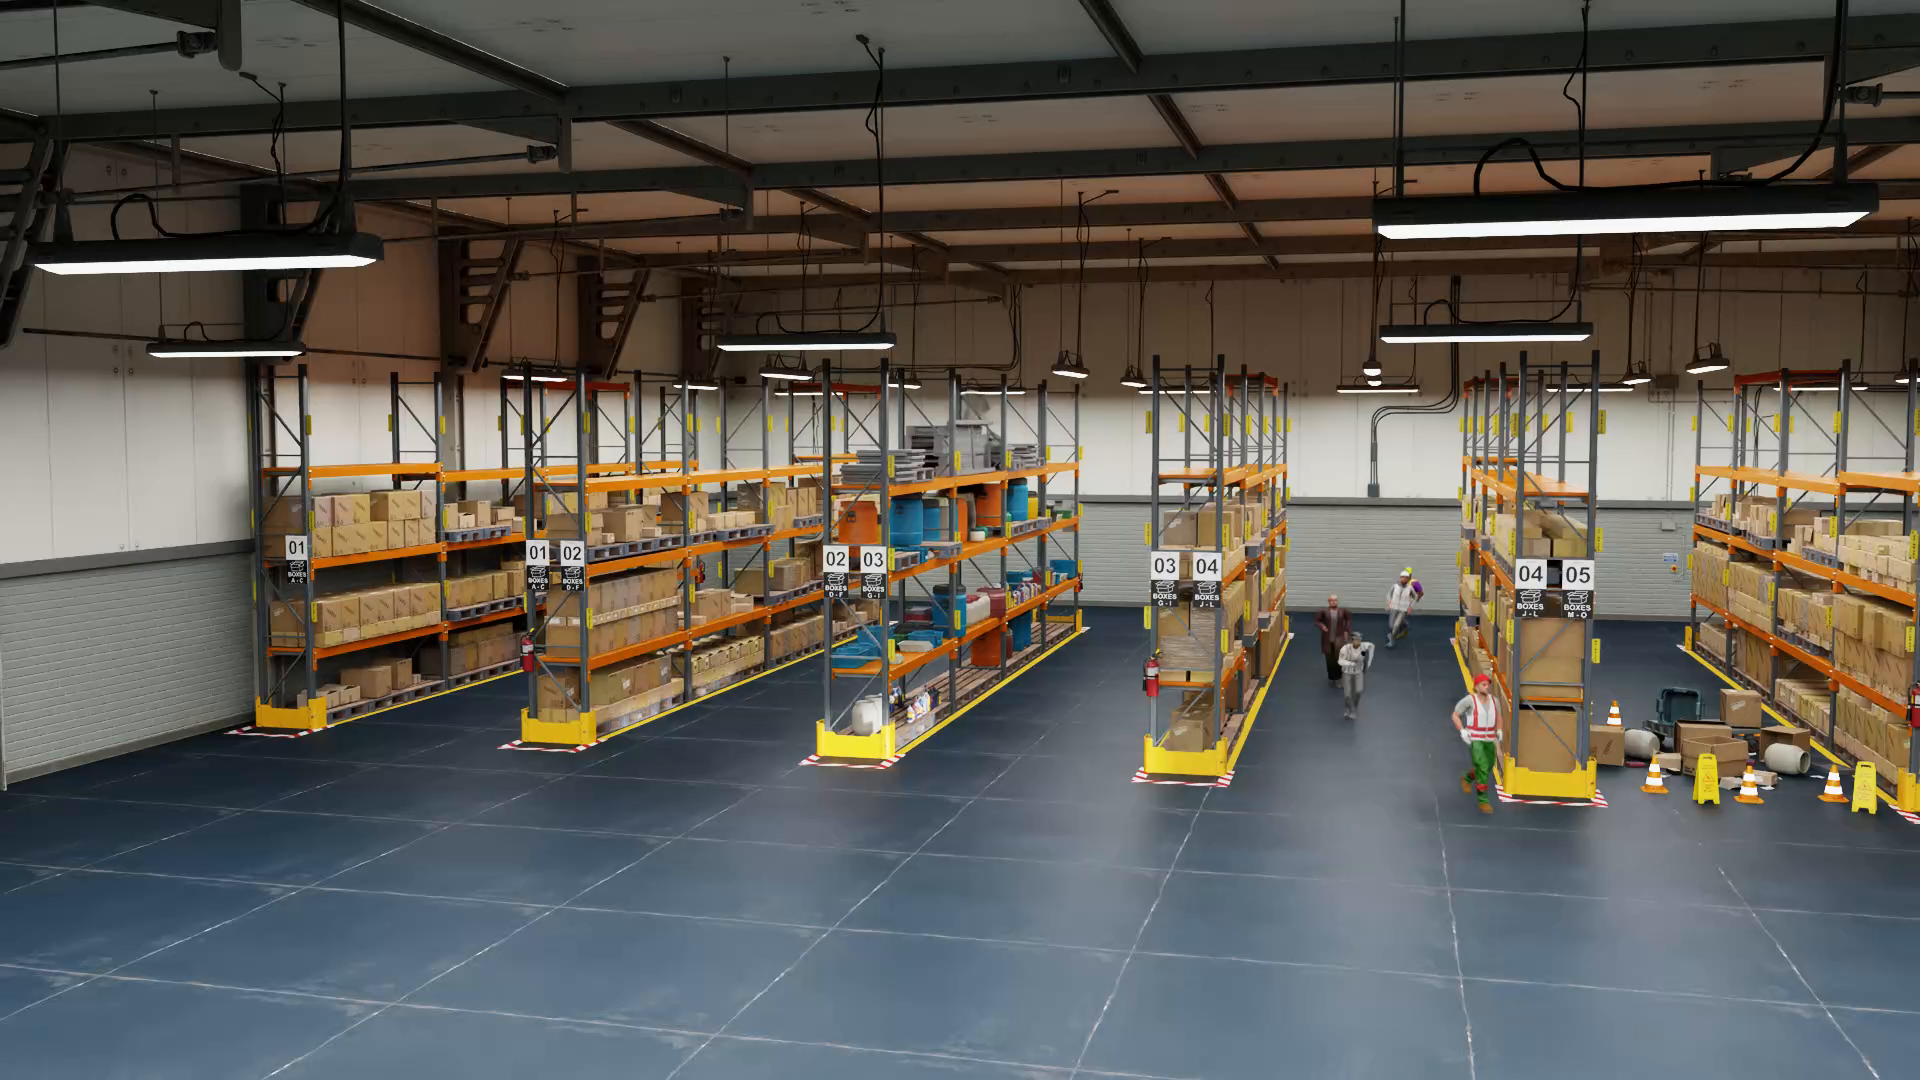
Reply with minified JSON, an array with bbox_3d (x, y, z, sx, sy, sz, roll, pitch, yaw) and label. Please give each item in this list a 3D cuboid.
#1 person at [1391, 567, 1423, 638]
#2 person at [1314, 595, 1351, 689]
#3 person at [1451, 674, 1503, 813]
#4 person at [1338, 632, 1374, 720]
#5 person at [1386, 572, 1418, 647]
[{"bbox_3d":[10.354,1.474,38.780,0.510,1.691,0.764,-2,5,-30],"label":"person"},{"bbox_3d":[7.111,1.942,31.759,0.692,1.811,0.789,1,4,14],"label":"person"},{"bbox_3d":[6.803,2.628,21.839,0.684,1.774,0.829,-1,4,-17],"label":"person"},{"bbox_3d":[6.703,2.290,28.188,0.643,1.538,0.919,0,4,3],"label":"person"},{"bbox_3d":[9.986,1.559,37.617,0.698,1.703,0.639,2,4,24],"label":"person"}]
